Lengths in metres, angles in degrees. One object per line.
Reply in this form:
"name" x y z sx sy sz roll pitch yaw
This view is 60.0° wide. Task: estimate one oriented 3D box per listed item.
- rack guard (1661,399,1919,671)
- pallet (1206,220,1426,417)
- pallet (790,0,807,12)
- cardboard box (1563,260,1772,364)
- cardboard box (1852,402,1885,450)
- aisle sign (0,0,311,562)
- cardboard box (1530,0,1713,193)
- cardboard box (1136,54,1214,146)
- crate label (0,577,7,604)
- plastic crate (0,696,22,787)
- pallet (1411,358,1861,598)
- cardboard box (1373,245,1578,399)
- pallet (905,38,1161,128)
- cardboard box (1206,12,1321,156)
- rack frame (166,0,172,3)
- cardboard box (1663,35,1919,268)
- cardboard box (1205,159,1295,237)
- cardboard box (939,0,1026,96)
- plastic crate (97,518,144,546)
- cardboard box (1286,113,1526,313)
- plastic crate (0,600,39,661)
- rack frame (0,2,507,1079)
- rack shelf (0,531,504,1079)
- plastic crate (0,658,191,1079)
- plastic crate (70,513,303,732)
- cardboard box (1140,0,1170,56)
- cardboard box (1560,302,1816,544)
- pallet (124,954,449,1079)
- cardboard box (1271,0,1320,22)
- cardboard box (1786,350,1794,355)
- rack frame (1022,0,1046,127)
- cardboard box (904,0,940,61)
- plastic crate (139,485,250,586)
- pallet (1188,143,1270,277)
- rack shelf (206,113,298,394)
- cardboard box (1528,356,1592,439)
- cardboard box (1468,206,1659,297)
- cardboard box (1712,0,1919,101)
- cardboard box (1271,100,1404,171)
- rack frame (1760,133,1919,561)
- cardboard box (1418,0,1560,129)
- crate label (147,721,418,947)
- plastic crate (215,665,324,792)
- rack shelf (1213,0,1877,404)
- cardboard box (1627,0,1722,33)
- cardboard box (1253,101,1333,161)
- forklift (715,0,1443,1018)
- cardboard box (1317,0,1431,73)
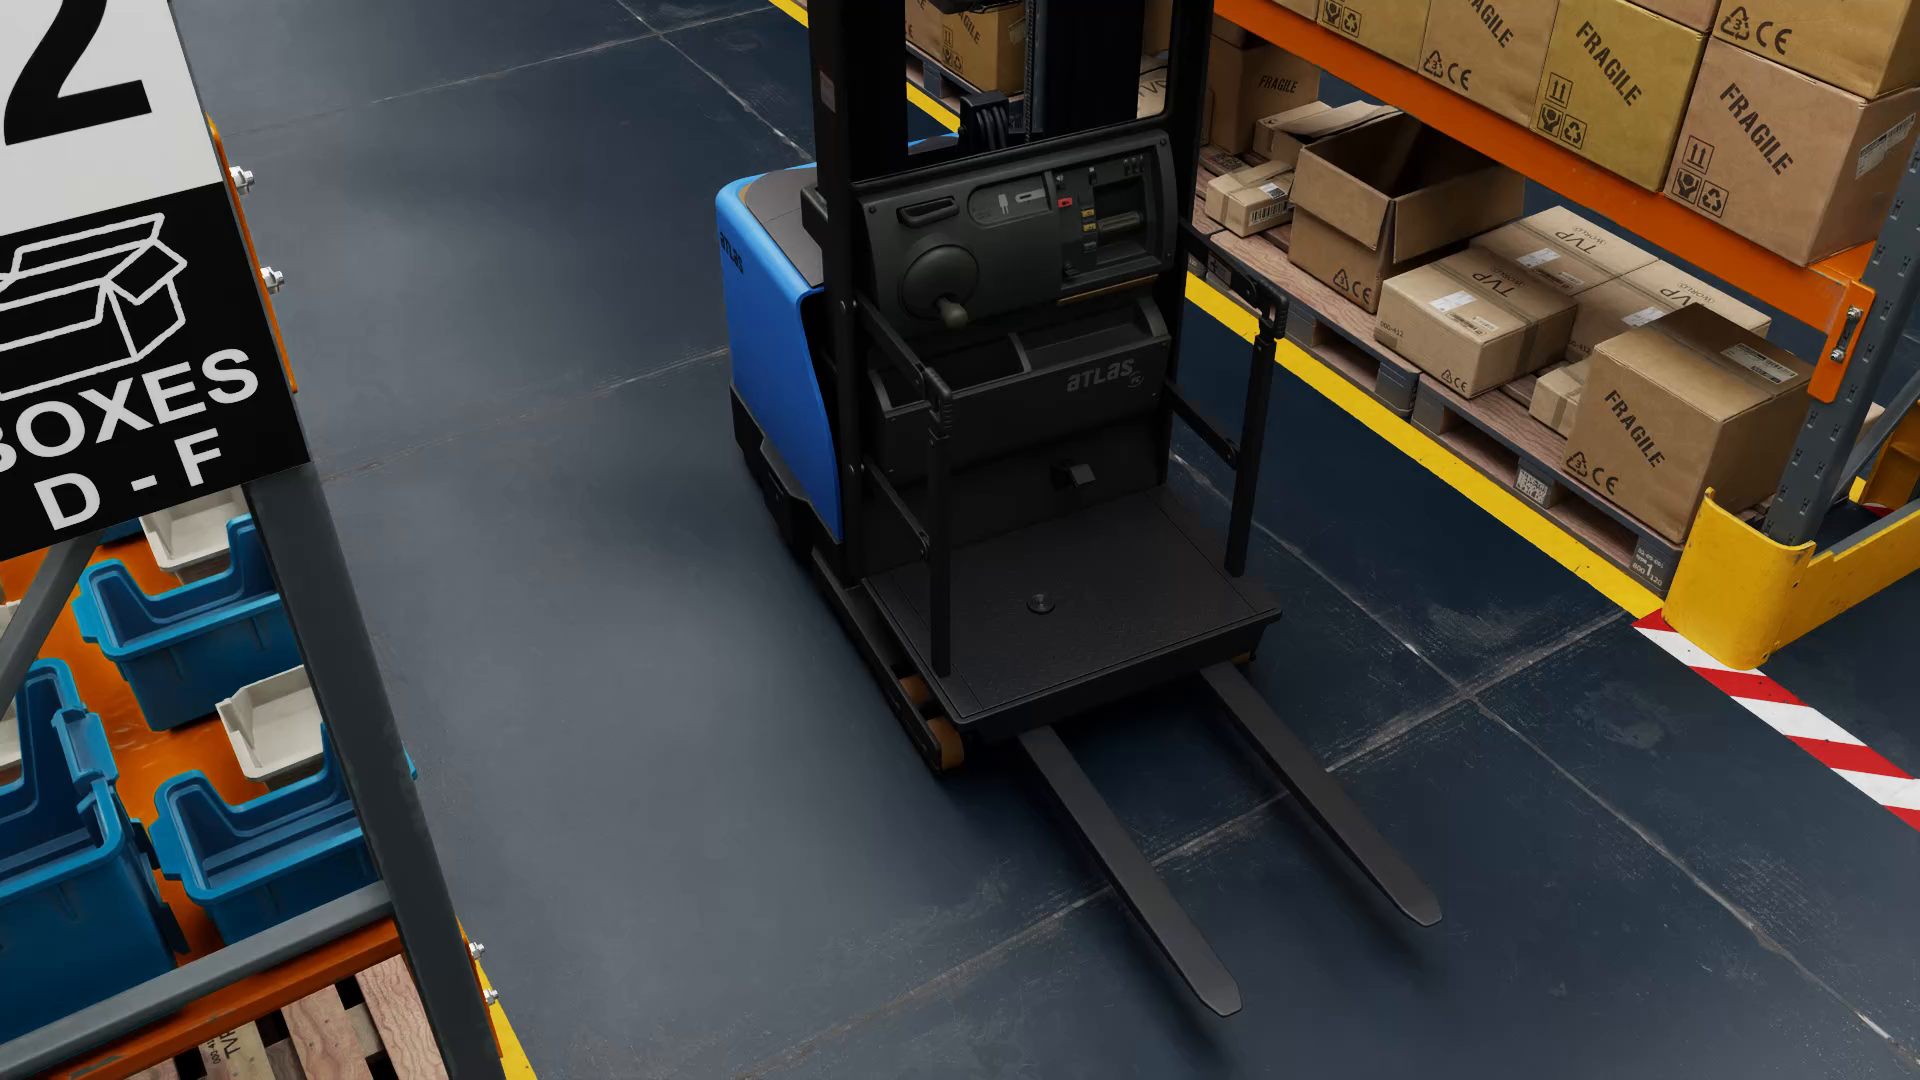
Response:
"rack guard" 2.858 -0.056 5.427 1.175 0.500 0.348 -22 45 -24
"pallet" 1.776 -1.033 6.825 1.003 0.211 1.213 -22 45 -24
"pallet" -0.382 -3.149 9.364 1.003 0.211 1.213 -22 45 -24
"cardboard box" 2.576 -0.749 6.110 0.500 0.250 0.500 -22 45 -24
"cardboard box" 2.963 -0.394 5.763 0.380 0.149 0.250 -22 45 -24
"aisle sign" -0.991 -0.335 1.778 0.394 0.787 0.004 -22 45 -24
"cardboard box" 2.146 -1.441 5.058 0.500 0.500 0.500 -22 45 -24
"cardboard box" 0.791 -1.970 7.527 0.500 0.311 0.500 -22 45 -24
"crate label" -2.185 0.124 3.417 0.396 0.136 0.243 -22 45 -24
"plastic crate" -1.871 0.428 3.053 0.396 0.136 0.243 -22 45 -24
"pallet" 2.428 -0.375 6.036 1.003 0.211 1.213 -22 45 -24
"cardboard box" 1.913 -0.820 6.195 0.500 0.250 0.500 -22 45 -24
"pallet" 0.278 -2.489 8.573 1.003 0.211 1.213 -22 45 -24
"cardboard box" 1.293 -2.134 7.576 0.500 0.500 0.500 -22 45 -24
"rack frame" -1.280 -1.577 0.614 1.000 3.000 0.127 -22 45 -24
"cardboard box" 2.428 -1.162 4.723 0.500 0.500 0.500 -21 44 -23
"cardboard box" 1.264 -1.451 7.018 0.380 0.166 0.250 -22 45 -24
"cardboard box" 0.241 -2.511 8.029 0.500 0.500 0.500 -22 45 -25
"plastic crate" -1.843 -0.189 3.717 0.416 0.233 0.300 -22 45 -24
"cardboard box" 1.762 -1.332 6.612 0.797 0.503 0.637 -22 45 -24
"plastic crate" -2.015 0.266 3.246 0.396 0.136 0.243 -22 45 -24
"rack frame" -1.280 0.727 2.534 1.000 3.000 0.127 -22 45 -24
"rack shelf" -2.355 -0.076 4.060 1.077 0.370 4.000 -22 45 -24
"plastic crate" -1.617 0.574 2.643 0.616 0.435 0.499 -22 45 -24
"plastic crate" -1.489 0.167 3.291 0.416 0.233 0.300 -22 45 -24
"cardboard box" 0.693 -2.688 8.242 0.500 0.500 0.500 -24 46 -26
"cardboard box" 2.398 -0.393 5.488 0.500 0.500 0.500 -22 45 -24
"pallet" -1.691 1.340 3.977 1.003 0.211 1.213 -22 45 -24
"cardboard box" 1.337 -2.258 6.039 0.500 0.500 0.500 -22 45 -25
"cardboard box" 2.829 -0.536 5.919 0.380 0.166 0.250 -22 45 -24
"rack frame" 0.748 -3.135 7.169 1.000 3.000 0.127 -22 45 -24
"cardboard box" -0.018 -2.781 8.353 0.500 0.500 0.500 -22 45 -24
"plastic crate" -1.603 -0.009 3.577 0.250 0.136 0.298 -22 45 -24
"pallet" 1.116 -1.692 7.616 1.003 0.211 1.213 -22 45 -24
"rack shelf" -2.355 -1.228 3.100 1.077 0.370 4.000 -22 45 -24
"cardboard box" 2.256 -0.515 5.894 0.380 0.166 0.250 -22 45 -24
"cardboard box" 2.308 -1.019 6.434 0.500 0.250 0.500 -22 45 -24
"cardboard box" 2.427 -1.544 4.400 0.500 0.500 0.500 -23 45 -25
"cardboard box" 1.696 -1.656 7.151 0.500 0.311 0.500 -22 45 -24
"rack frame" 2.898 -0.976 4.578 1.000 3.000 0.127 -22 45 -24
"cardboard box" 1.883 -1.712 5.384 0.500 0.500 0.500 -22 45 -24
"crate label" -1.135 0.522 2.864 0.416 0.233 0.303 -22 45 -24
"plastic crate" -1.238 0.357 3.137 0.250 0.136 0.298 -22 45 -24
"rack shelf" 1.823 -1.779 6.104 1.077 0.370 4.000 -22 45 -24
"cardboard box" 2.155 -1.816 4.727 0.500 0.500 0.500 -21 44 -23
"cardboard box" 1.545 -1.817 7.471 0.380 0.149 0.250 -22 45 -24
"forklift" 0.273 -0.766 4.380 1.130 2.935 3.031 -17 43 -20
"cardboard box" 1.612 -1.984 5.710 0.500 0.500 0.500 -23 45 -25
